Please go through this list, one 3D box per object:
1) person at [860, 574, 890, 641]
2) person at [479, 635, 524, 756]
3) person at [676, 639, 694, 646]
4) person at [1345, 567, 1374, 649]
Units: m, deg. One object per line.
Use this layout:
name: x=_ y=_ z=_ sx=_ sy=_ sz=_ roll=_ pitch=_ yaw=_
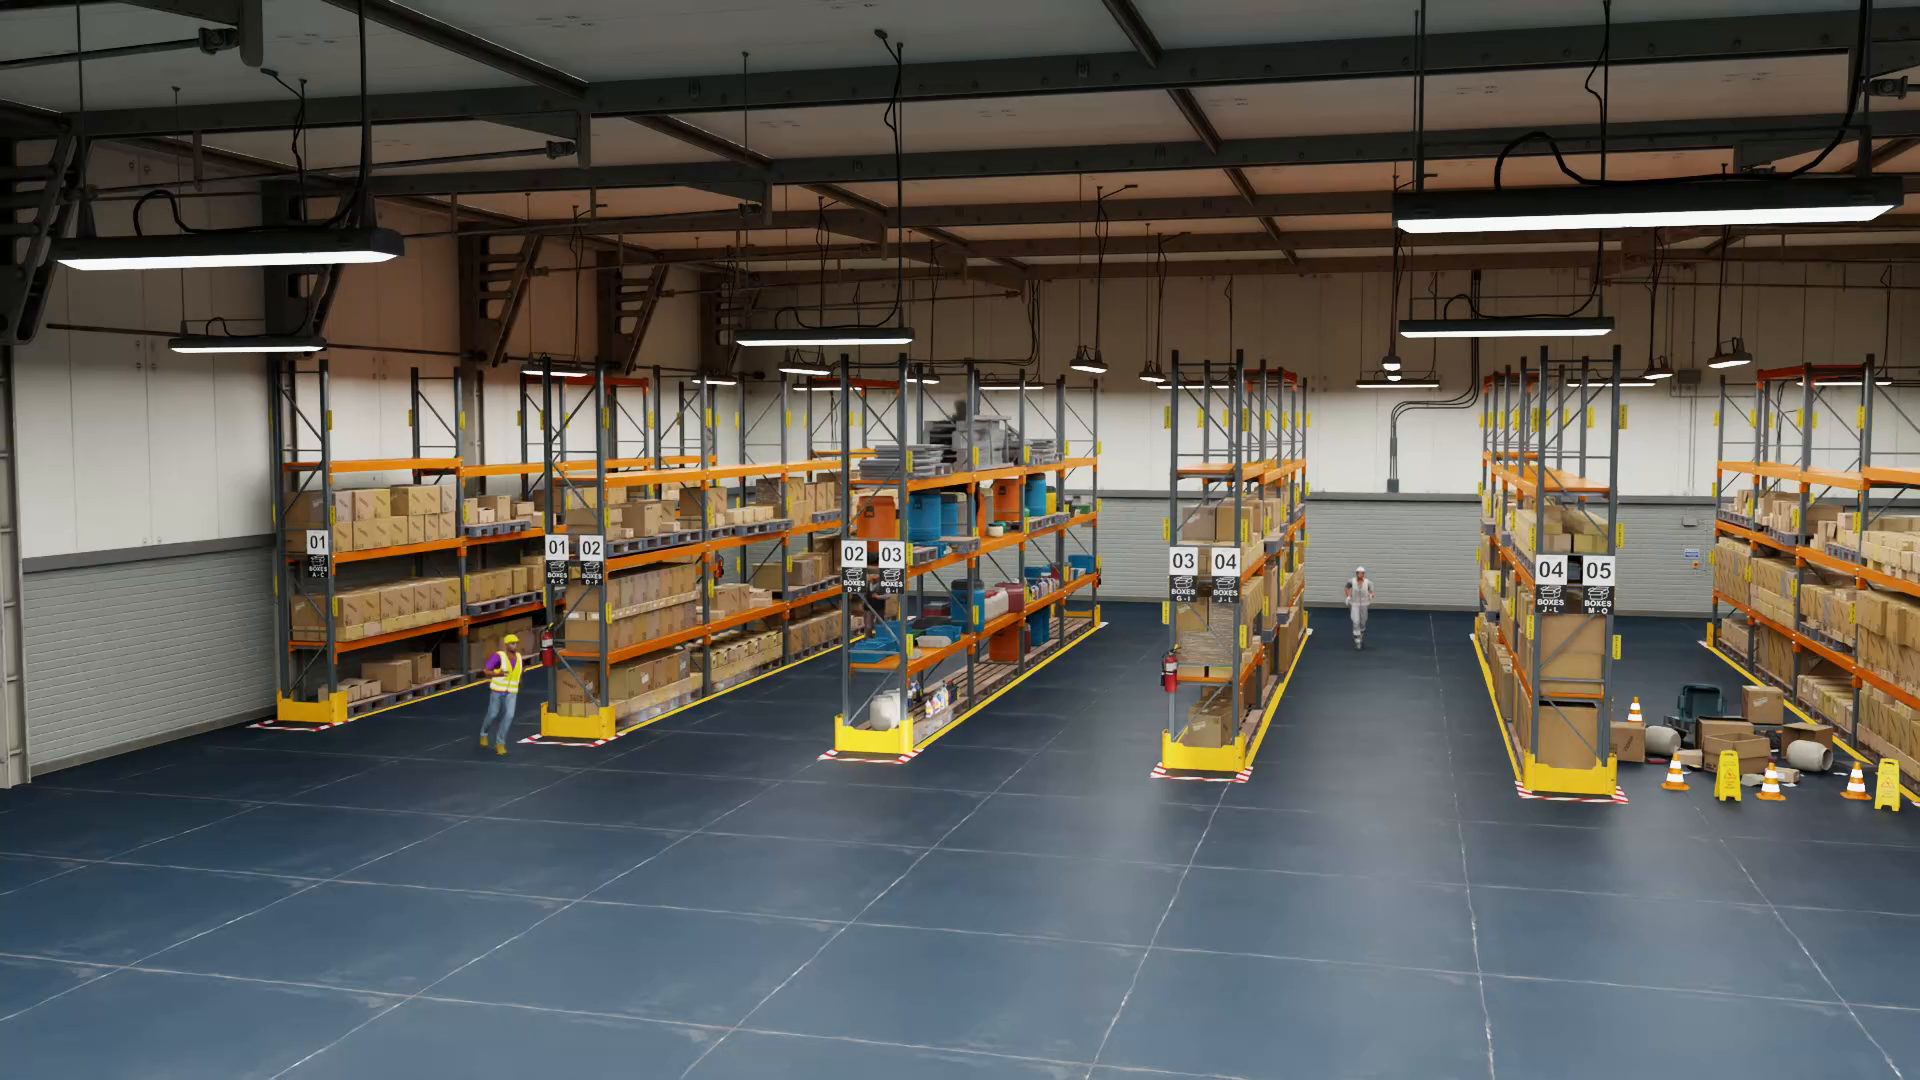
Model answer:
person: x=-1.706 y=1.456 z=33.171 sx=0.635 sy=1.786 sz=0.781 roll=0 pitch=4 yaw=6
person: x=-6.890 y=2.313 z=25.256 sx=0.704 sy=1.767 sz=0.865 roll=-3 pitch=5 yaw=-34
person: x=-6.033 y=1.578 z=36.321 sx=0.571 sy=1.707 sz=0.818 roll=0 pitch=4 yaw=5
person: x=8.827 y=1.467 z=36.740 sx=0.615 sy=1.787 sz=0.996 roll=0 pitch=4 yaw=6
